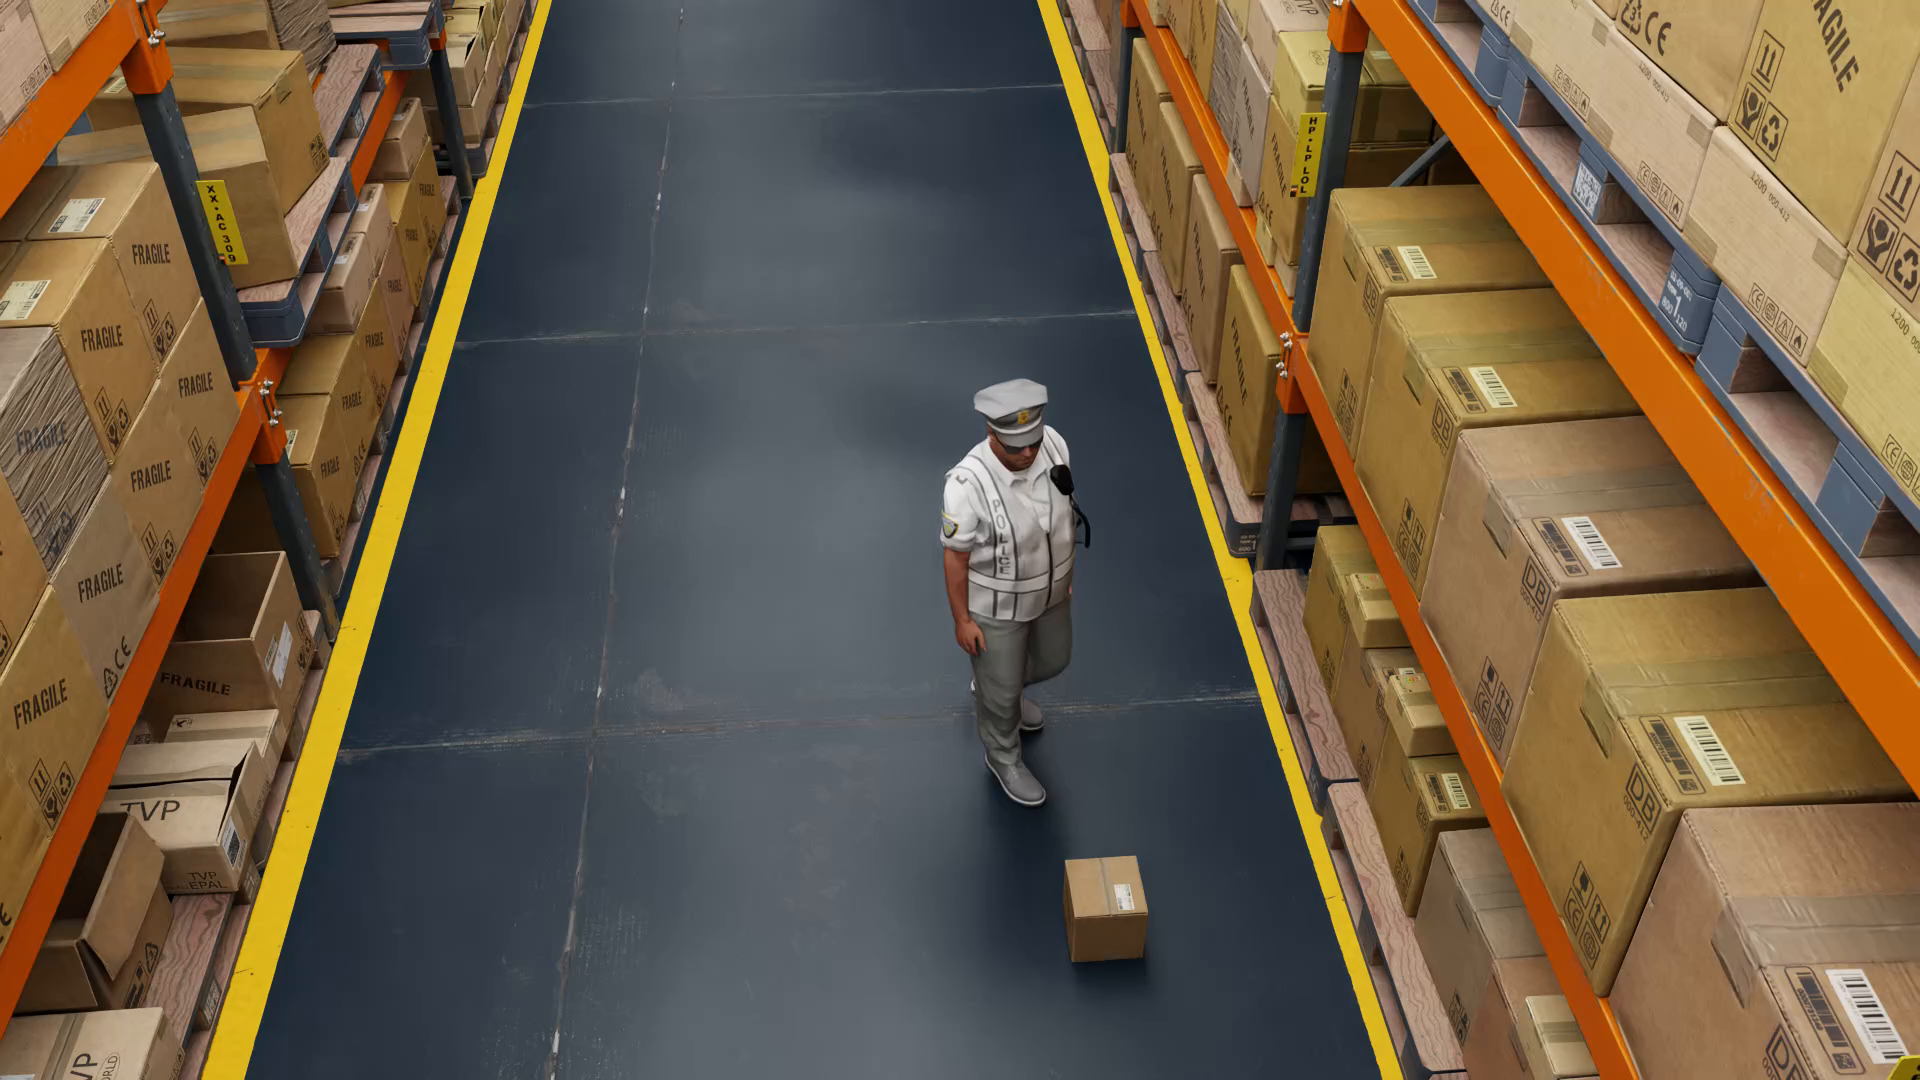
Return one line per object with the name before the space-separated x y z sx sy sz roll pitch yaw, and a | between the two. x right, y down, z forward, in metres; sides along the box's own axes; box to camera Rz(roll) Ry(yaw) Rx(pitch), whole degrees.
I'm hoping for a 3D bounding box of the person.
person | 0.169 0.163 5.941 0.549 1.748 0.584 -28 47 -31
